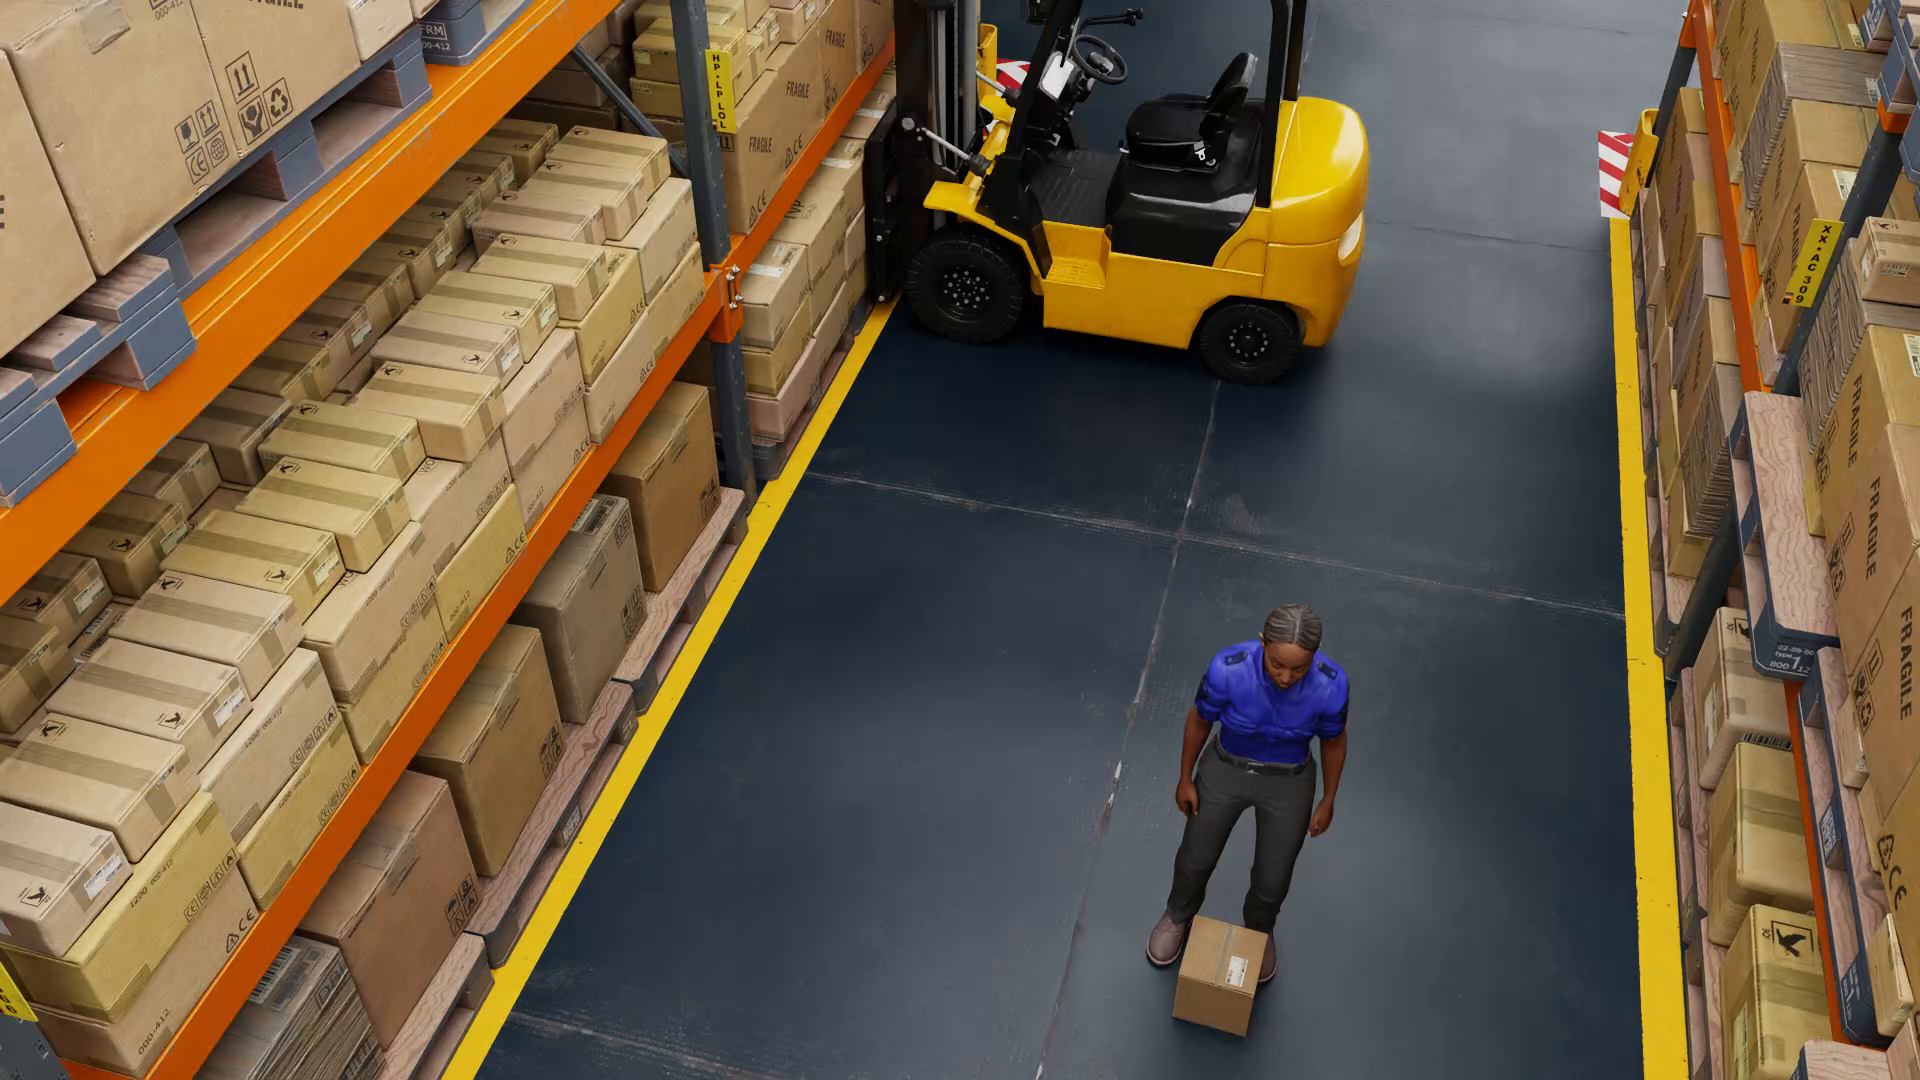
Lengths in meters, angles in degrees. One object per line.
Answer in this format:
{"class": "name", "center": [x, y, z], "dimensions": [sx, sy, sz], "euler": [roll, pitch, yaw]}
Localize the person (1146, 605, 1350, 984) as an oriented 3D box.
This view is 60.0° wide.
{"class": "person", "center": [0.927, 0.781, 5.271], "dimensions": [0.531, 1.656, 0.342], "euler": [8, 42, 9]}
